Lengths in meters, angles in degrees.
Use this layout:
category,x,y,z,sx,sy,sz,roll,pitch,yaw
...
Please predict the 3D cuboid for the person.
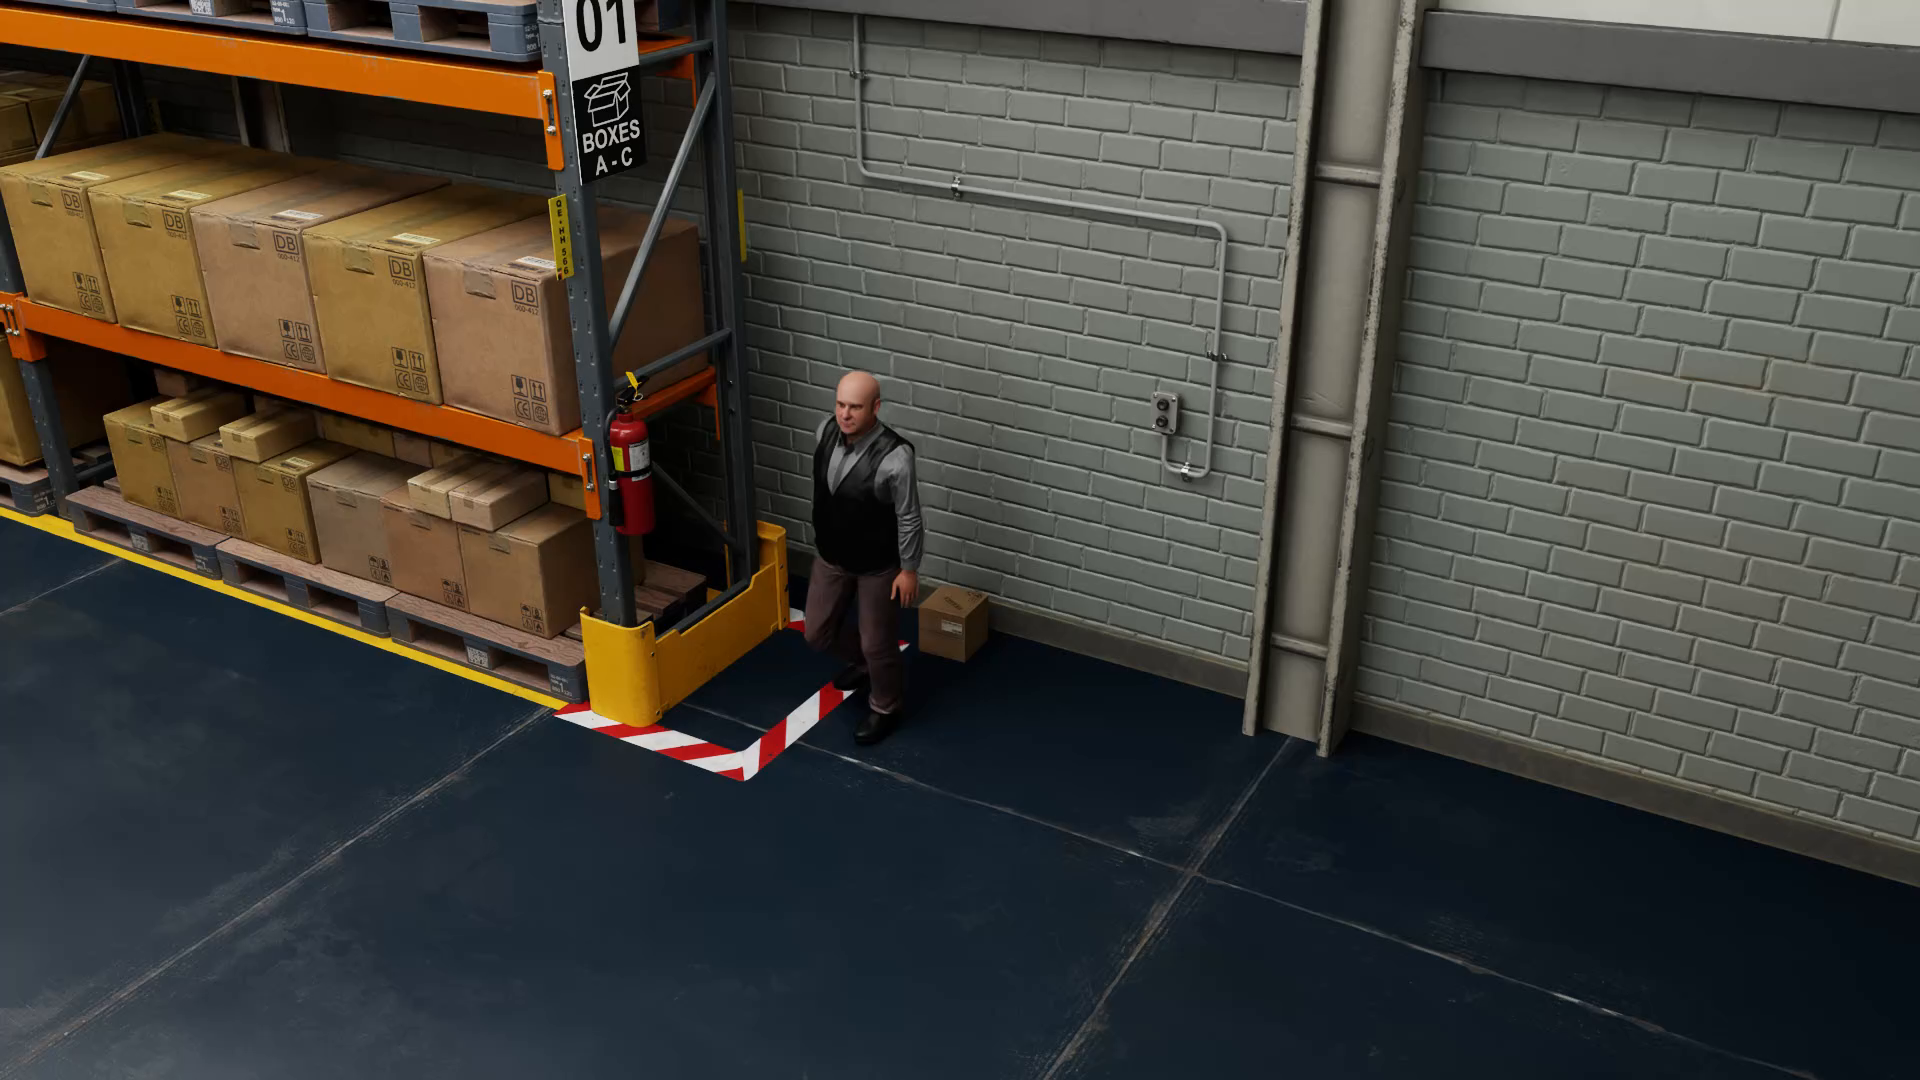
category,x,y,z,sx,sy,sz,roll,pitch,yaw
person,-0.368,0.061,7.000,0.583,1.712,0.488,19,32,33
